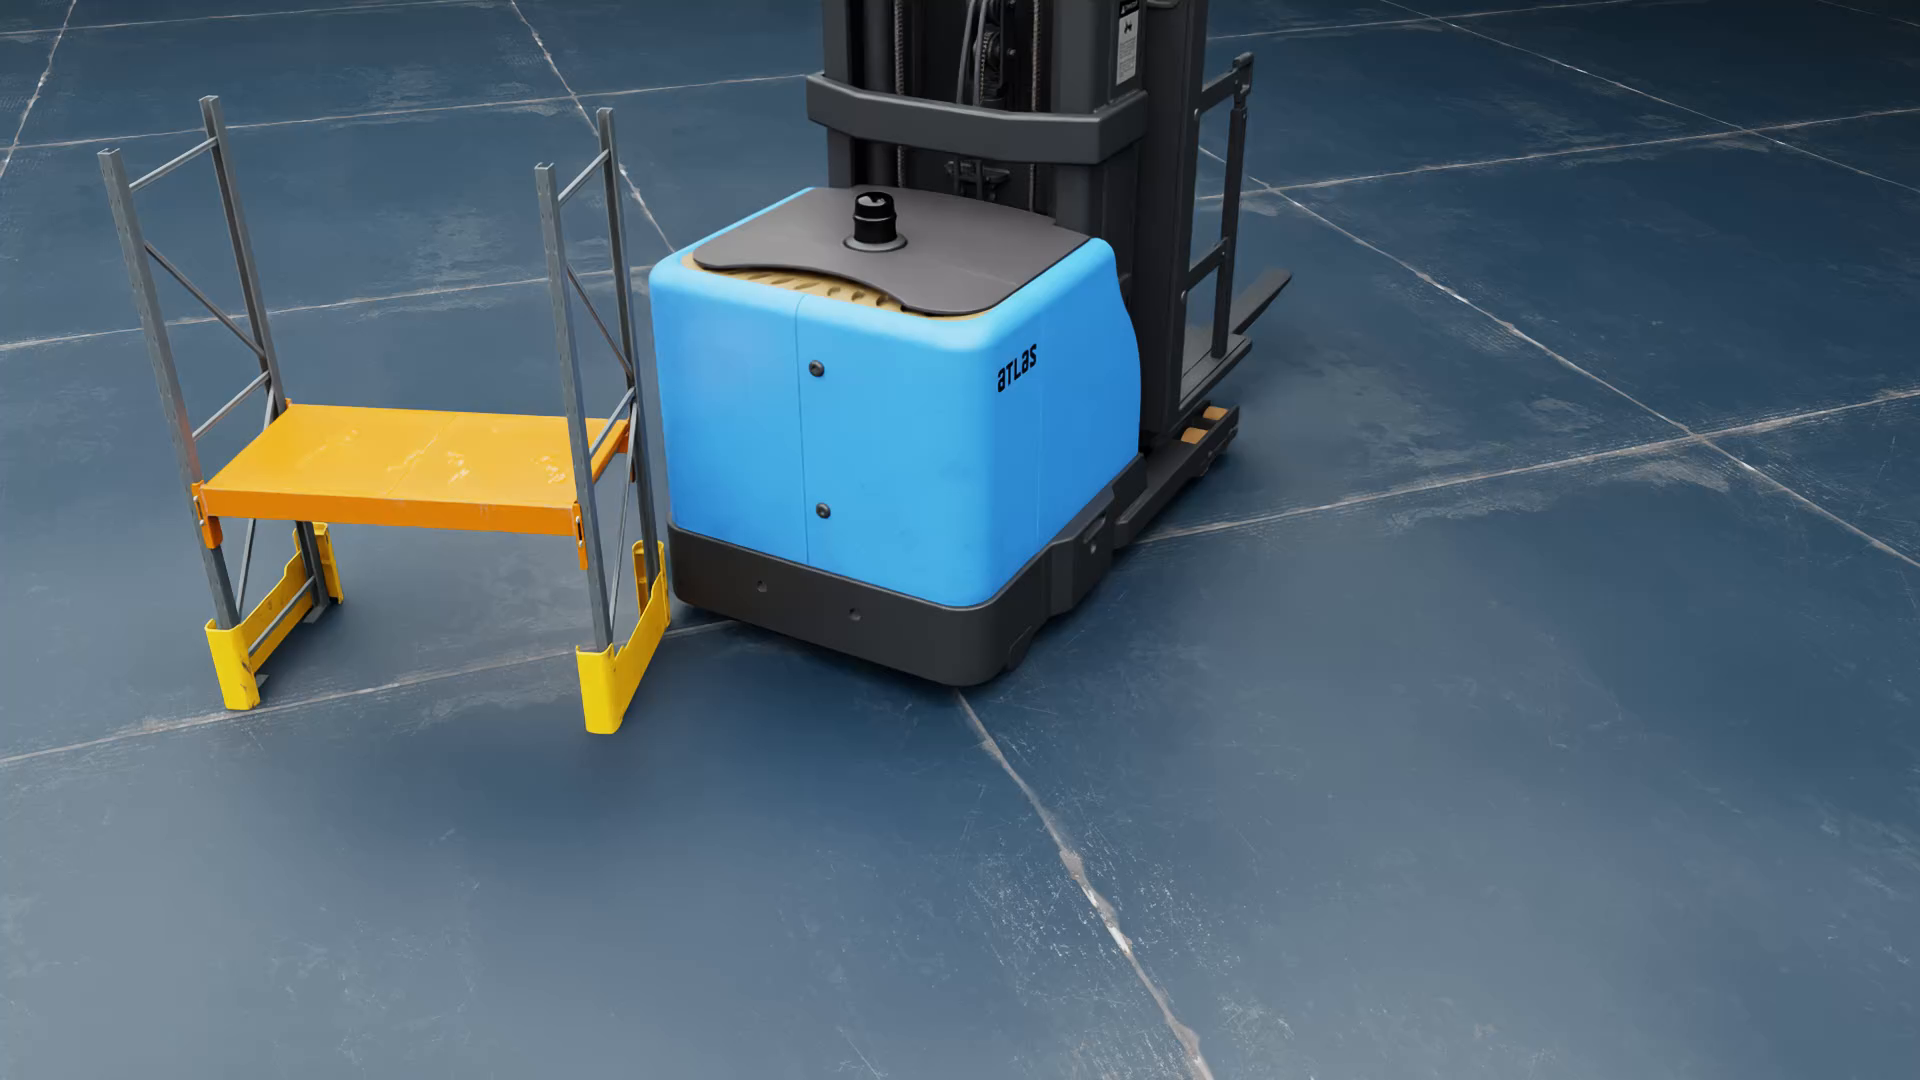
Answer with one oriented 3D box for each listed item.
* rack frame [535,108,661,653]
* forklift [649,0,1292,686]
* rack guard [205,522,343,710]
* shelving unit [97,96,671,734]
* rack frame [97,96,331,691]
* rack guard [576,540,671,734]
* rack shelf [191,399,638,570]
[{"bbox_3d":[-0.894,-0.287,4.239,0.032,1.500,0.500,3,30,5],"label":"rack frame"},{"bbox_3d":[0.313,-1.584,5.070,1.130,2.935,3.031,15,33,25],"label":"forklift"},{"bbox_3d":[-1.903,0.202,4.644,0.087,0.250,0.587,3,30,5],"label":"rack guard"},{"bbox_3d":[-1.408,-0.315,4.287,1.083,1.500,0.587,3,30,5],"label":"shelving unit"},{"bbox_3d":[-1.904,-0.342,4.335,0.032,1.500,0.500,3,30,5],"label":"rack frame"},{"bbox_3d":[-0.913,0.255,4.550,0.087,0.250,0.587,3,30,5],"label":"rack guard"},{"bbox_3d":[-1.399,-0.158,4.376,1.000,0.185,0.538,3,30,5],"label":"rack shelf"}]
